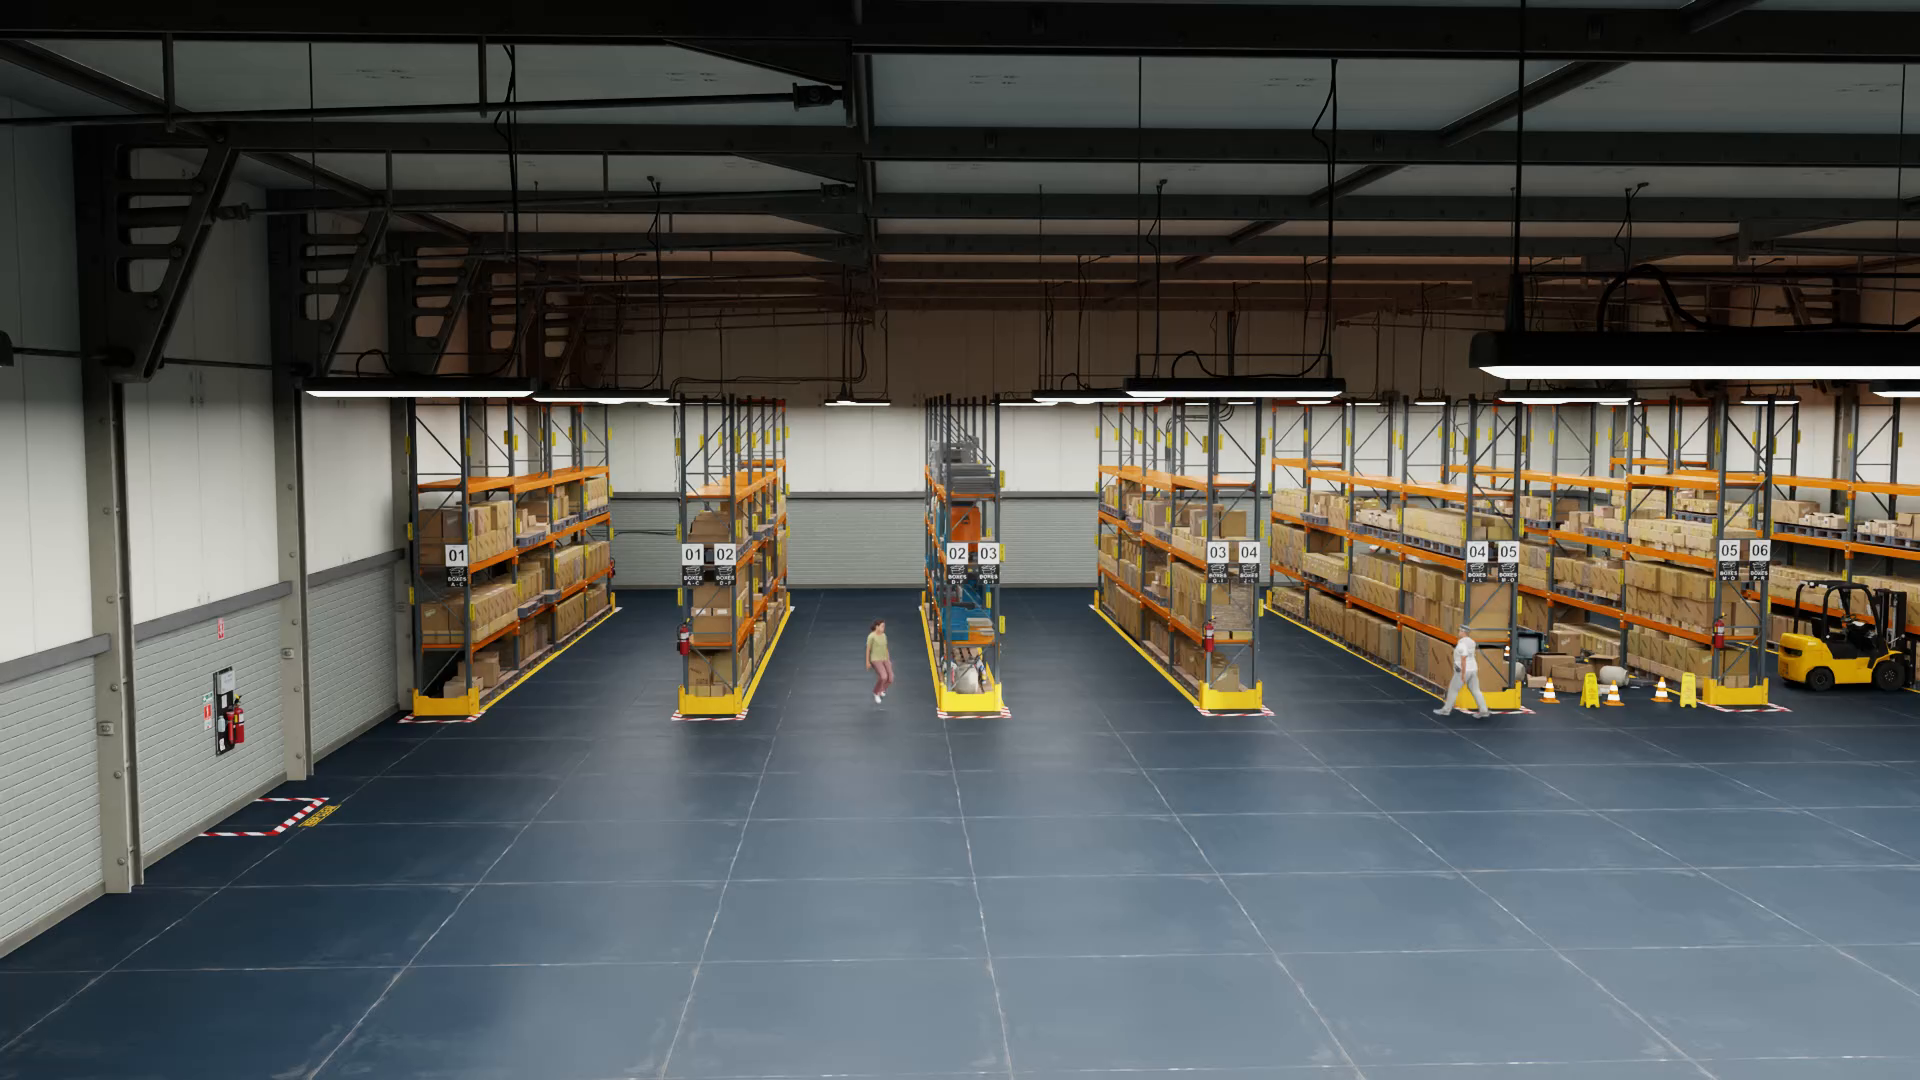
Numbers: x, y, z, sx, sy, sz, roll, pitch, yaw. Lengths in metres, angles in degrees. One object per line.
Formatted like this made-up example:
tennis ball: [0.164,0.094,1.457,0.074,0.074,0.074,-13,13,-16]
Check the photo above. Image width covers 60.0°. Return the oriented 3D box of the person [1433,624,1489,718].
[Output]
person: [9.321,2.405,30.758,0.533,1.708,1.016,-4,6,-38]

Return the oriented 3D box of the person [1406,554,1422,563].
person: [14.198,0.727,52.108,0.976,1.752,0.519,-3,5,-30]

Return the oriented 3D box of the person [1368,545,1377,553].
person: [12.137,1.000,48.779,0.983,1.738,0.517,0,5,0]

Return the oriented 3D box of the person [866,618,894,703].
person: [-1.489,2.277,31.430,0.537,1.581,0.472,4,6,43]
